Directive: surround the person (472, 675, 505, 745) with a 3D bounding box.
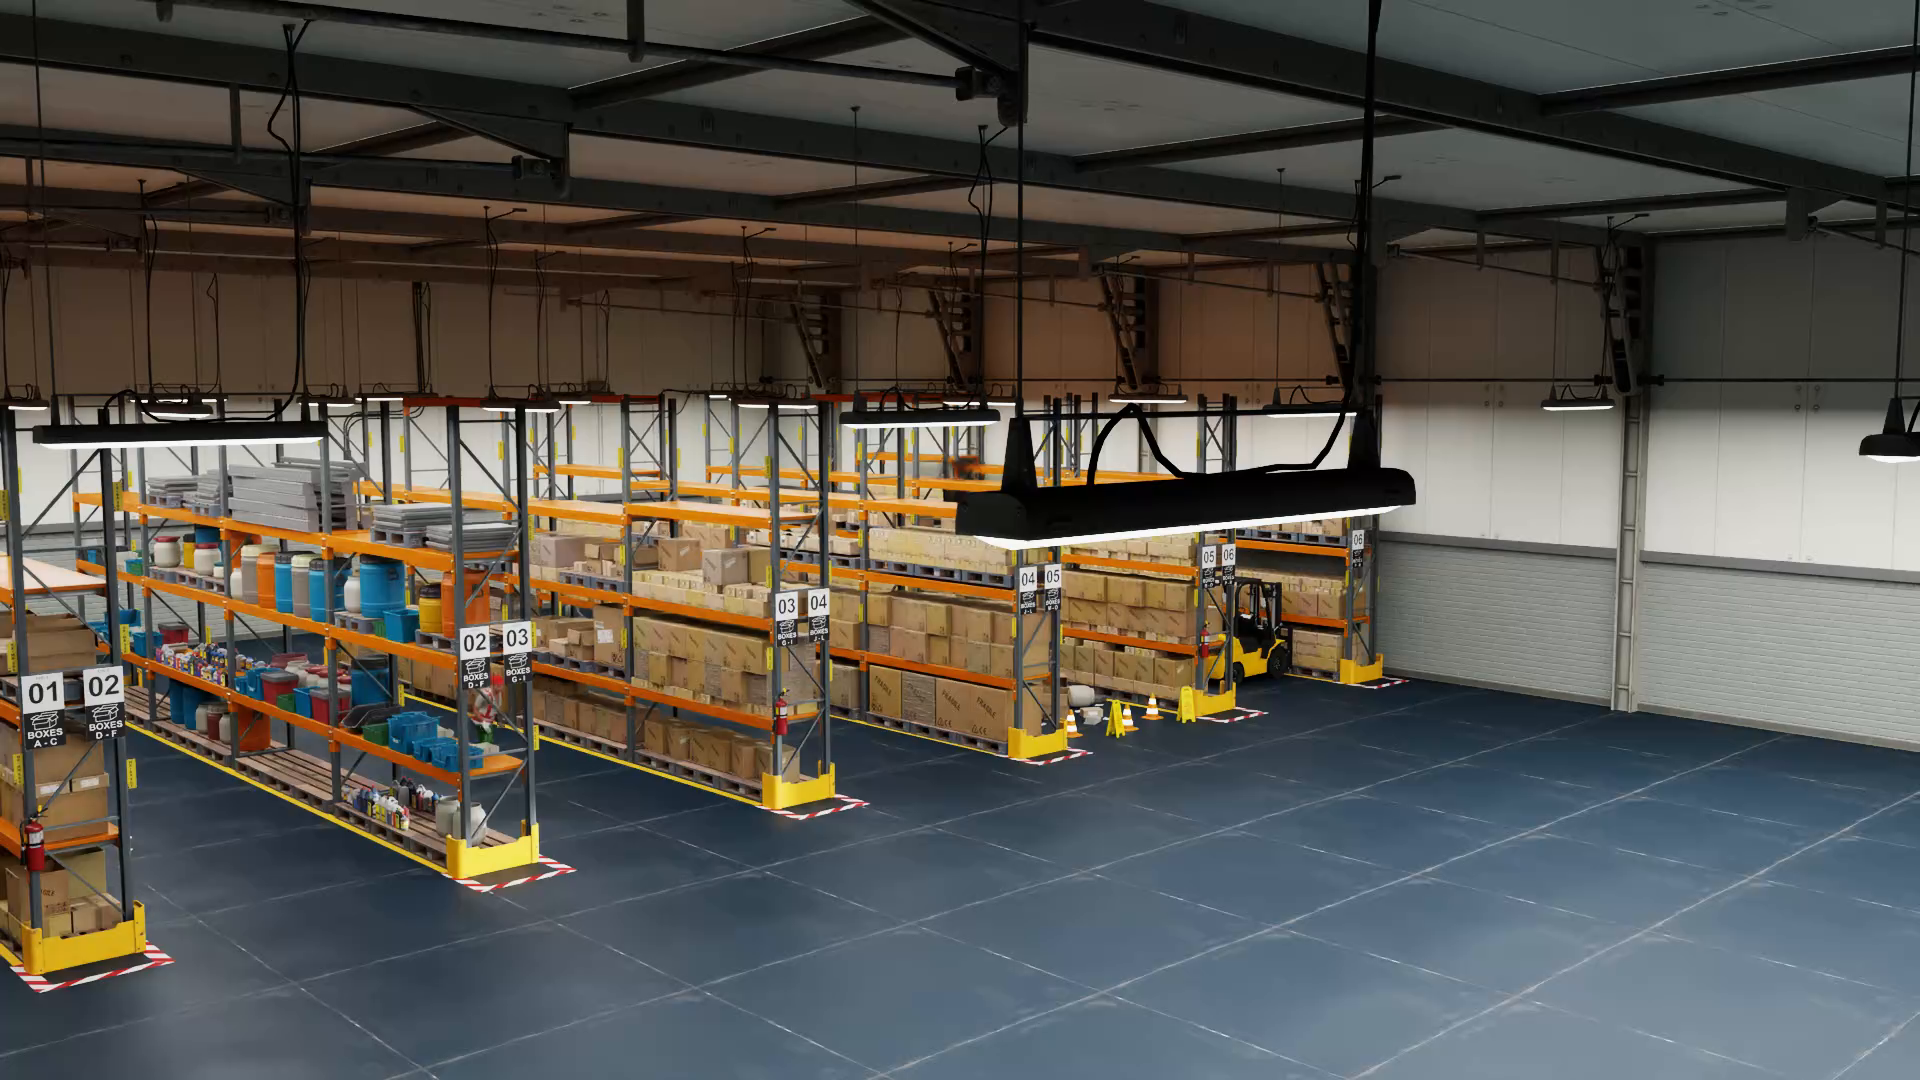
[{"bbox_3d":[-7.630,2.943,26.675,0.914,1.642,0.686,1,6,13],"label":"person"}]

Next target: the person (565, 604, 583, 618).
[{"bbox_3d":[-9.686,1.444,41.447,0.630,1.728,0.992,4,7,37],"label":"person"}]
